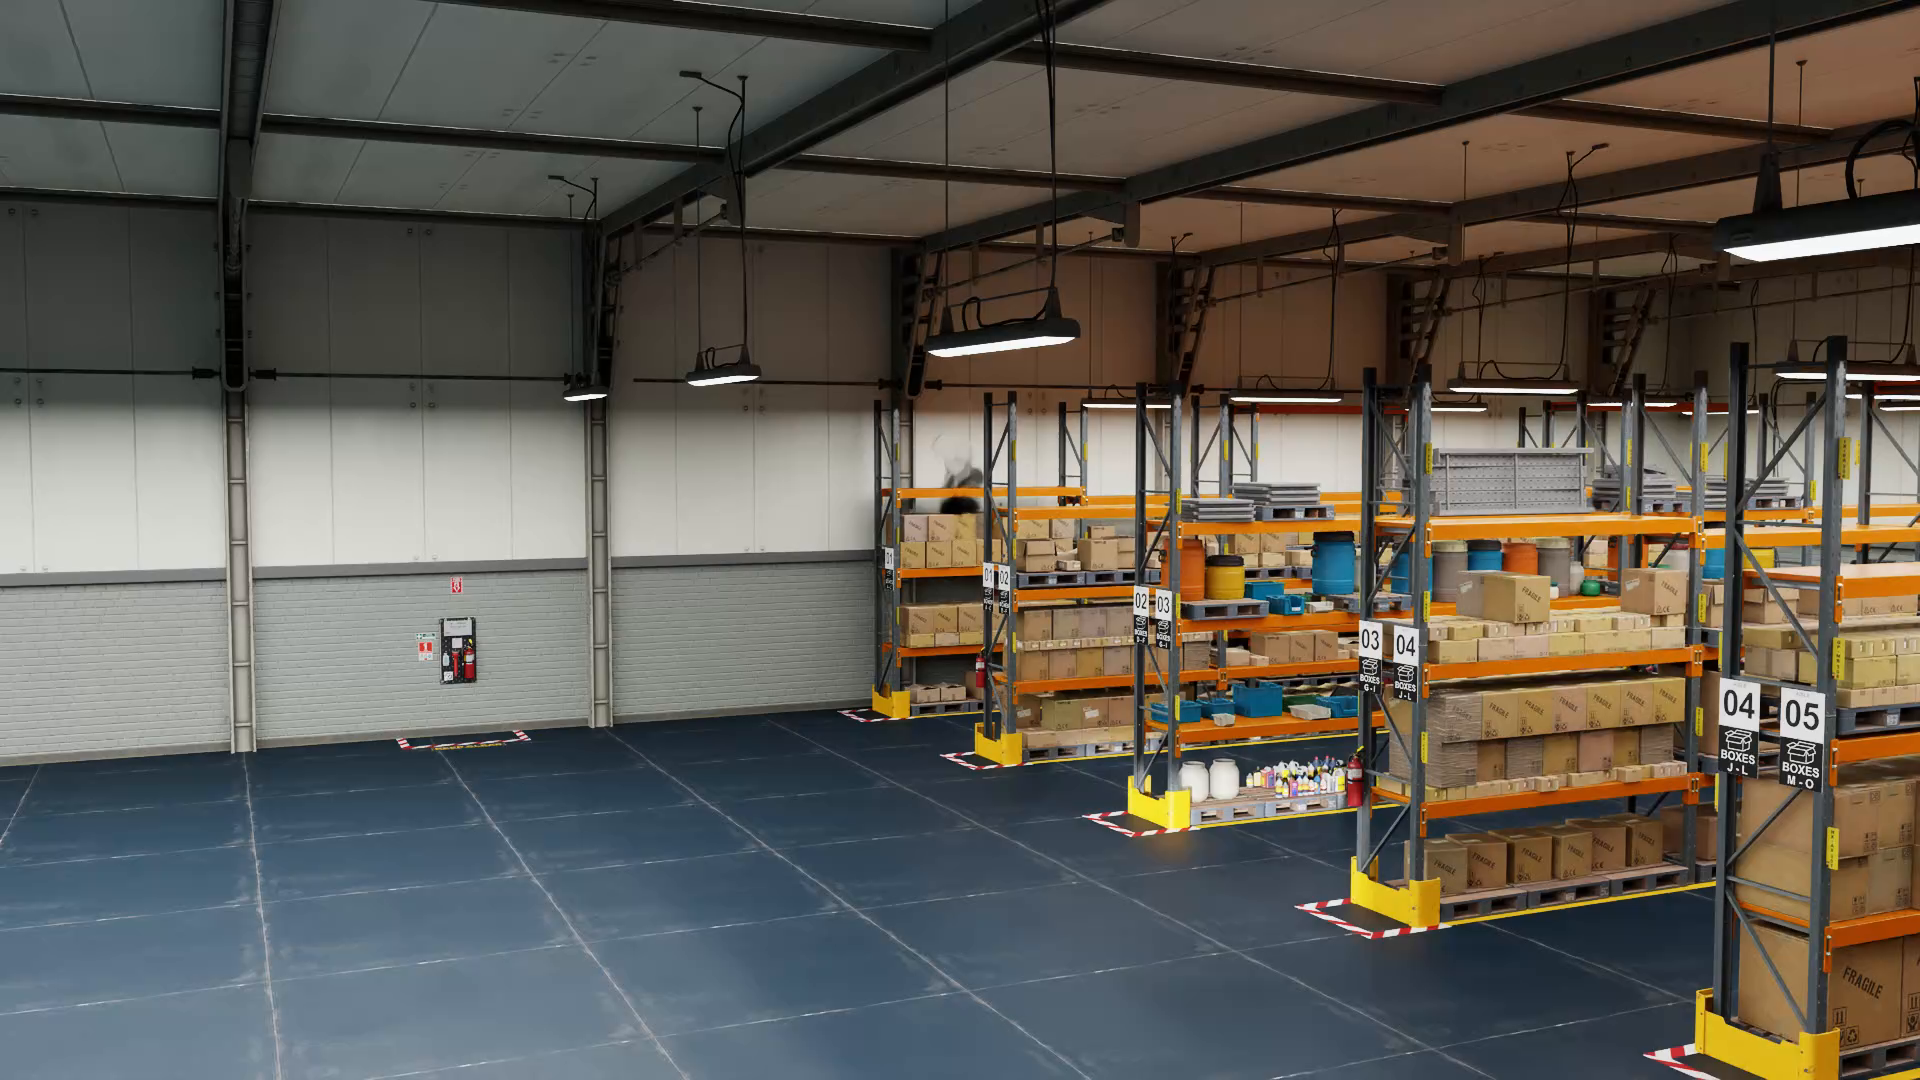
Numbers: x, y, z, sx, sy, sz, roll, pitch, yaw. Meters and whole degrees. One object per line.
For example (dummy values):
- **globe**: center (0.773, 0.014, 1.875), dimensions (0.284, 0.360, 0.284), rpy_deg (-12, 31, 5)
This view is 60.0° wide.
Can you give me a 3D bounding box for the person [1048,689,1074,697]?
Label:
- **person**: center (1.869, 2.554, 29.743), dimensions (0.752, 1.831, 0.624), rpy_deg (-3, 4, -38)
